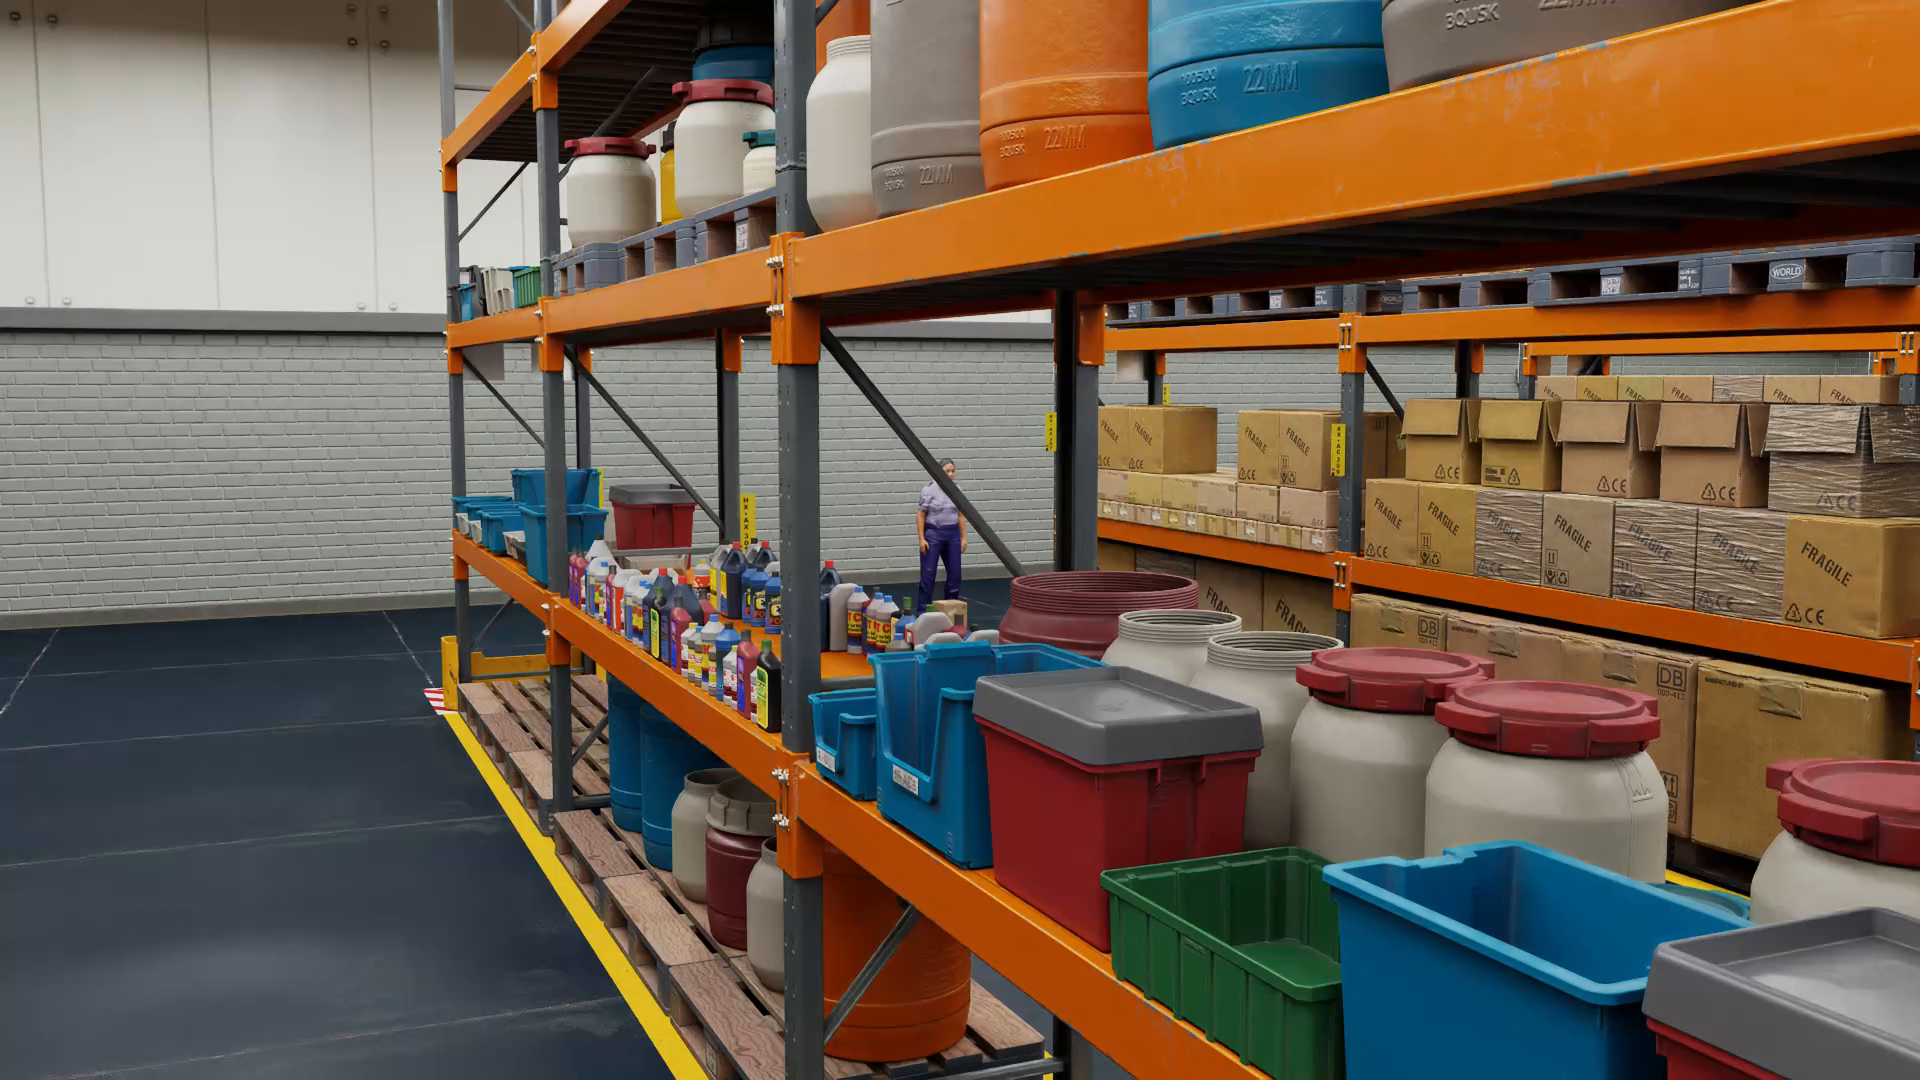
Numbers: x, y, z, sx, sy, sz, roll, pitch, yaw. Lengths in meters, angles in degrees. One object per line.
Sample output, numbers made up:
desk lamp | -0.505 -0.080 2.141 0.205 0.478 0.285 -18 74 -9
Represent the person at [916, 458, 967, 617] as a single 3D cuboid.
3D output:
person | -0.192 0.011 16.424 0.564 1.652 0.367 -3 6 -27
